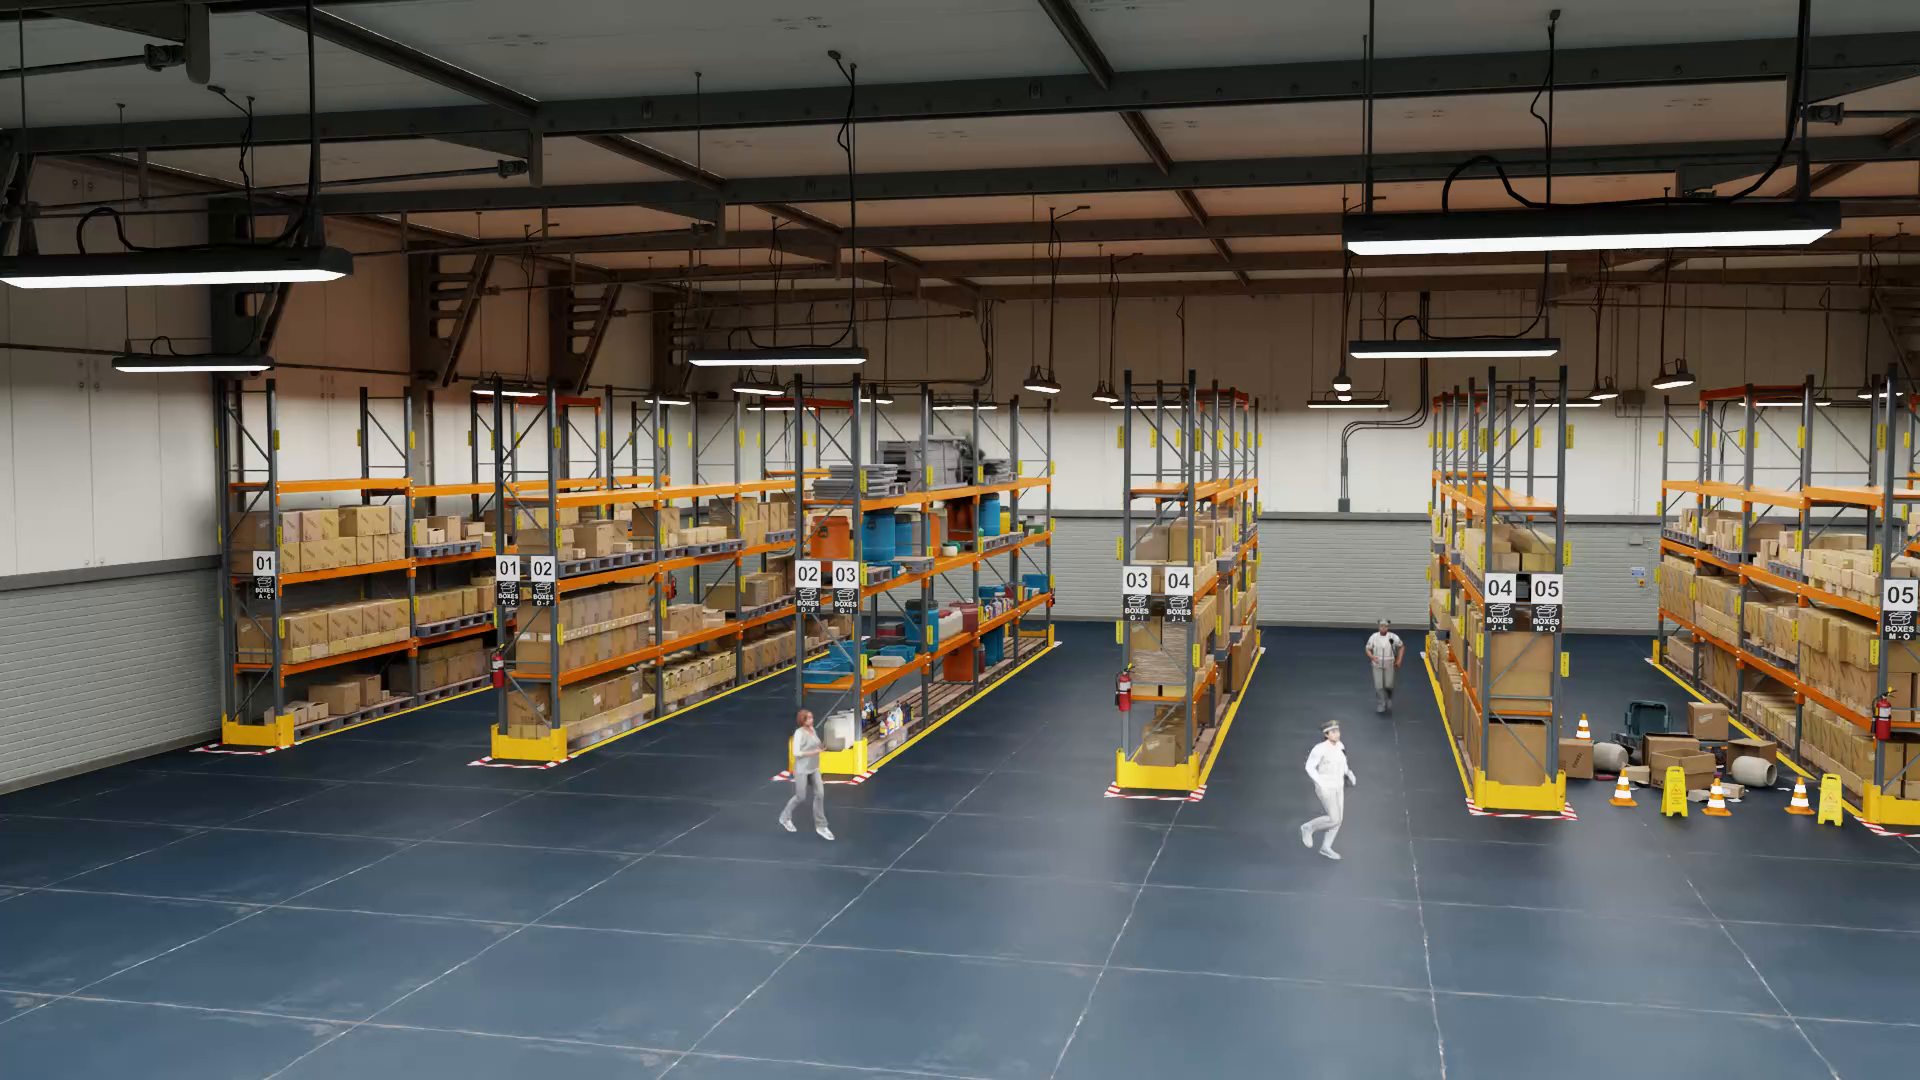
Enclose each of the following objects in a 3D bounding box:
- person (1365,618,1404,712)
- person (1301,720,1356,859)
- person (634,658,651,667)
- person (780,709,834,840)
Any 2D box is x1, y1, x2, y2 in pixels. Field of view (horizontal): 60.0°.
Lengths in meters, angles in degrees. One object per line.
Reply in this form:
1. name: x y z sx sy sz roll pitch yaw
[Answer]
1. person: 7.790 2.298 30.518 0.692 1.729 0.589 1 4 16
2. person: 4.453 2.979 20.015 0.610 1.671 0.588 -2 4 -36
3. person: -6.561 2.108 34.452 0.546 1.766 0.756 1 4 15
4. person: -1.943 2.928 20.905 0.787 1.623 0.526 2 4 35
